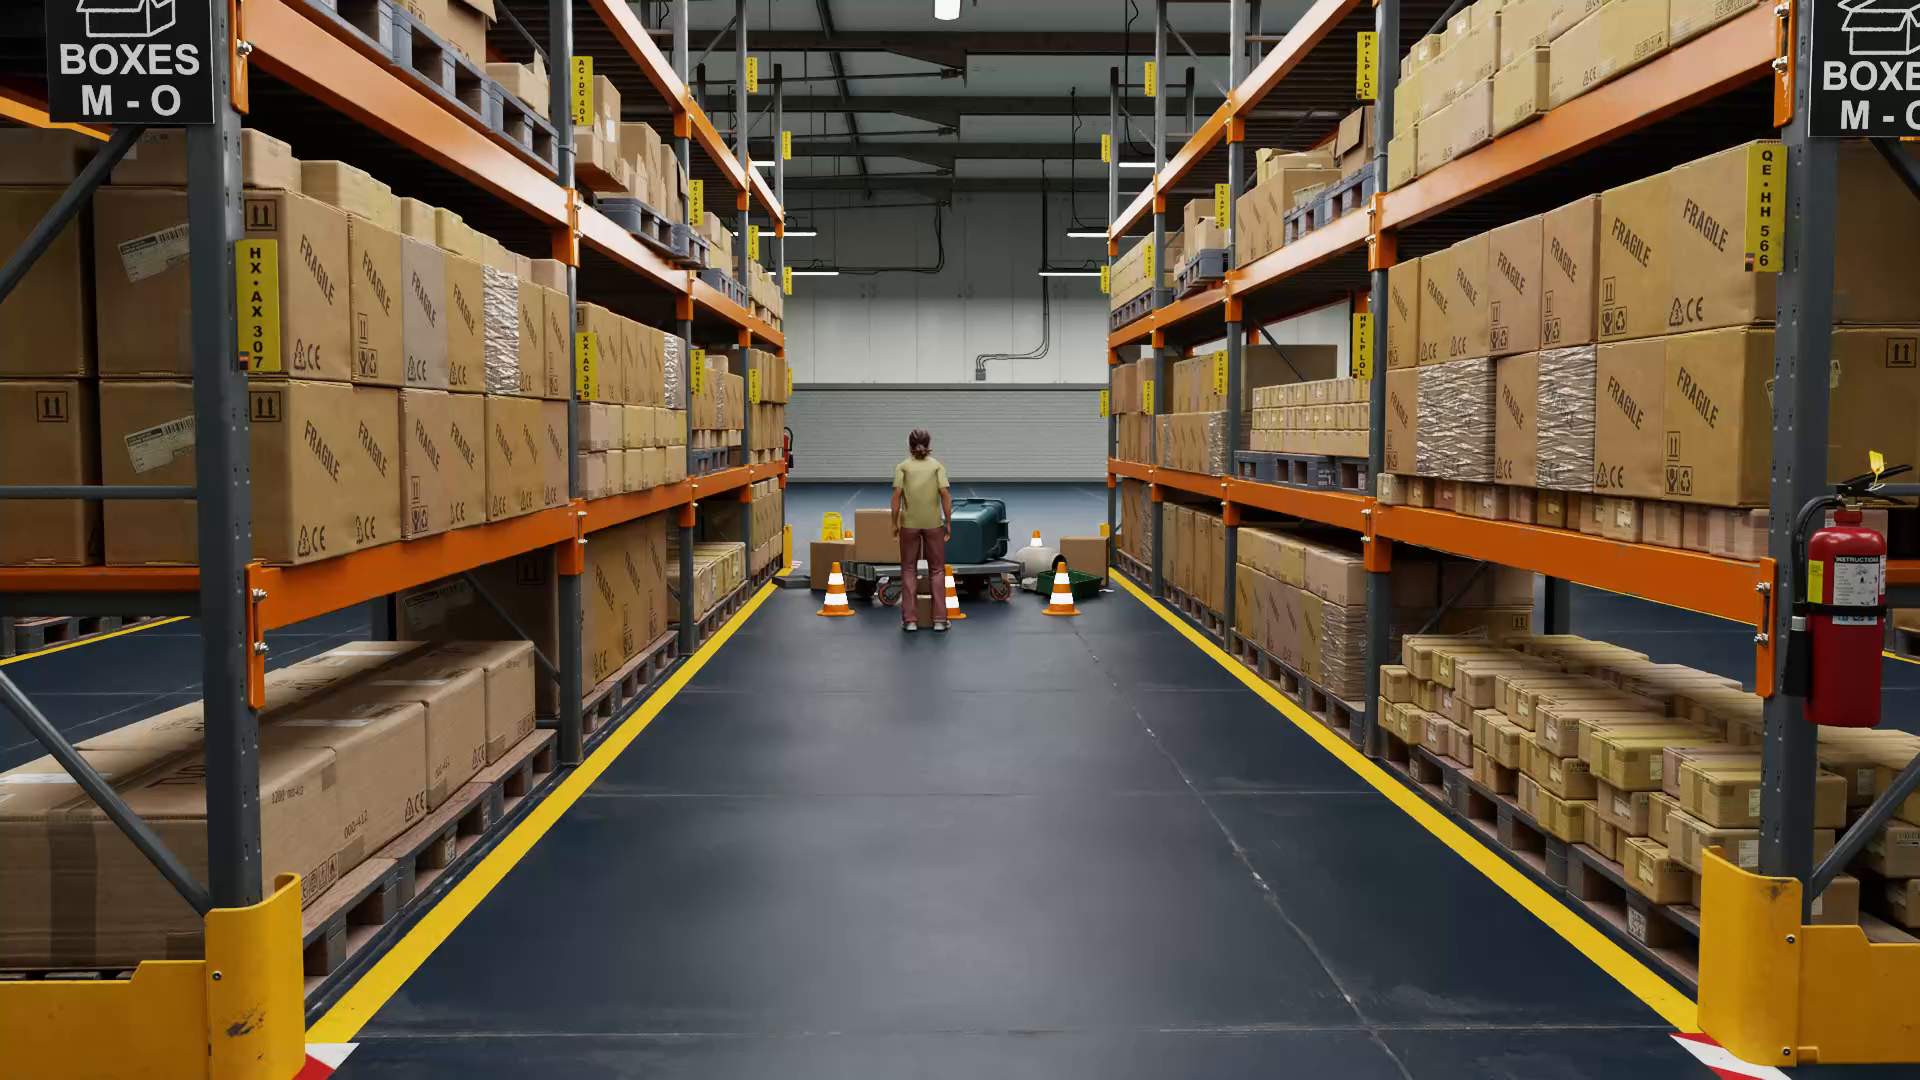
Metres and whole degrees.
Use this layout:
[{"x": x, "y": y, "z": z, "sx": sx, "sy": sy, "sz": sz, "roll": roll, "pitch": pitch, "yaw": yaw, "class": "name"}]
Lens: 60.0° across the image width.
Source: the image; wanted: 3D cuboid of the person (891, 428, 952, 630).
[{"x": -0.320, "y": -0.090, "z": 13.801, "sx": 0.499, "sy": 1.673, "sz": 0.355, "roll": 0, "pitch": 4, "yaw": -1, "class": "person"}]
